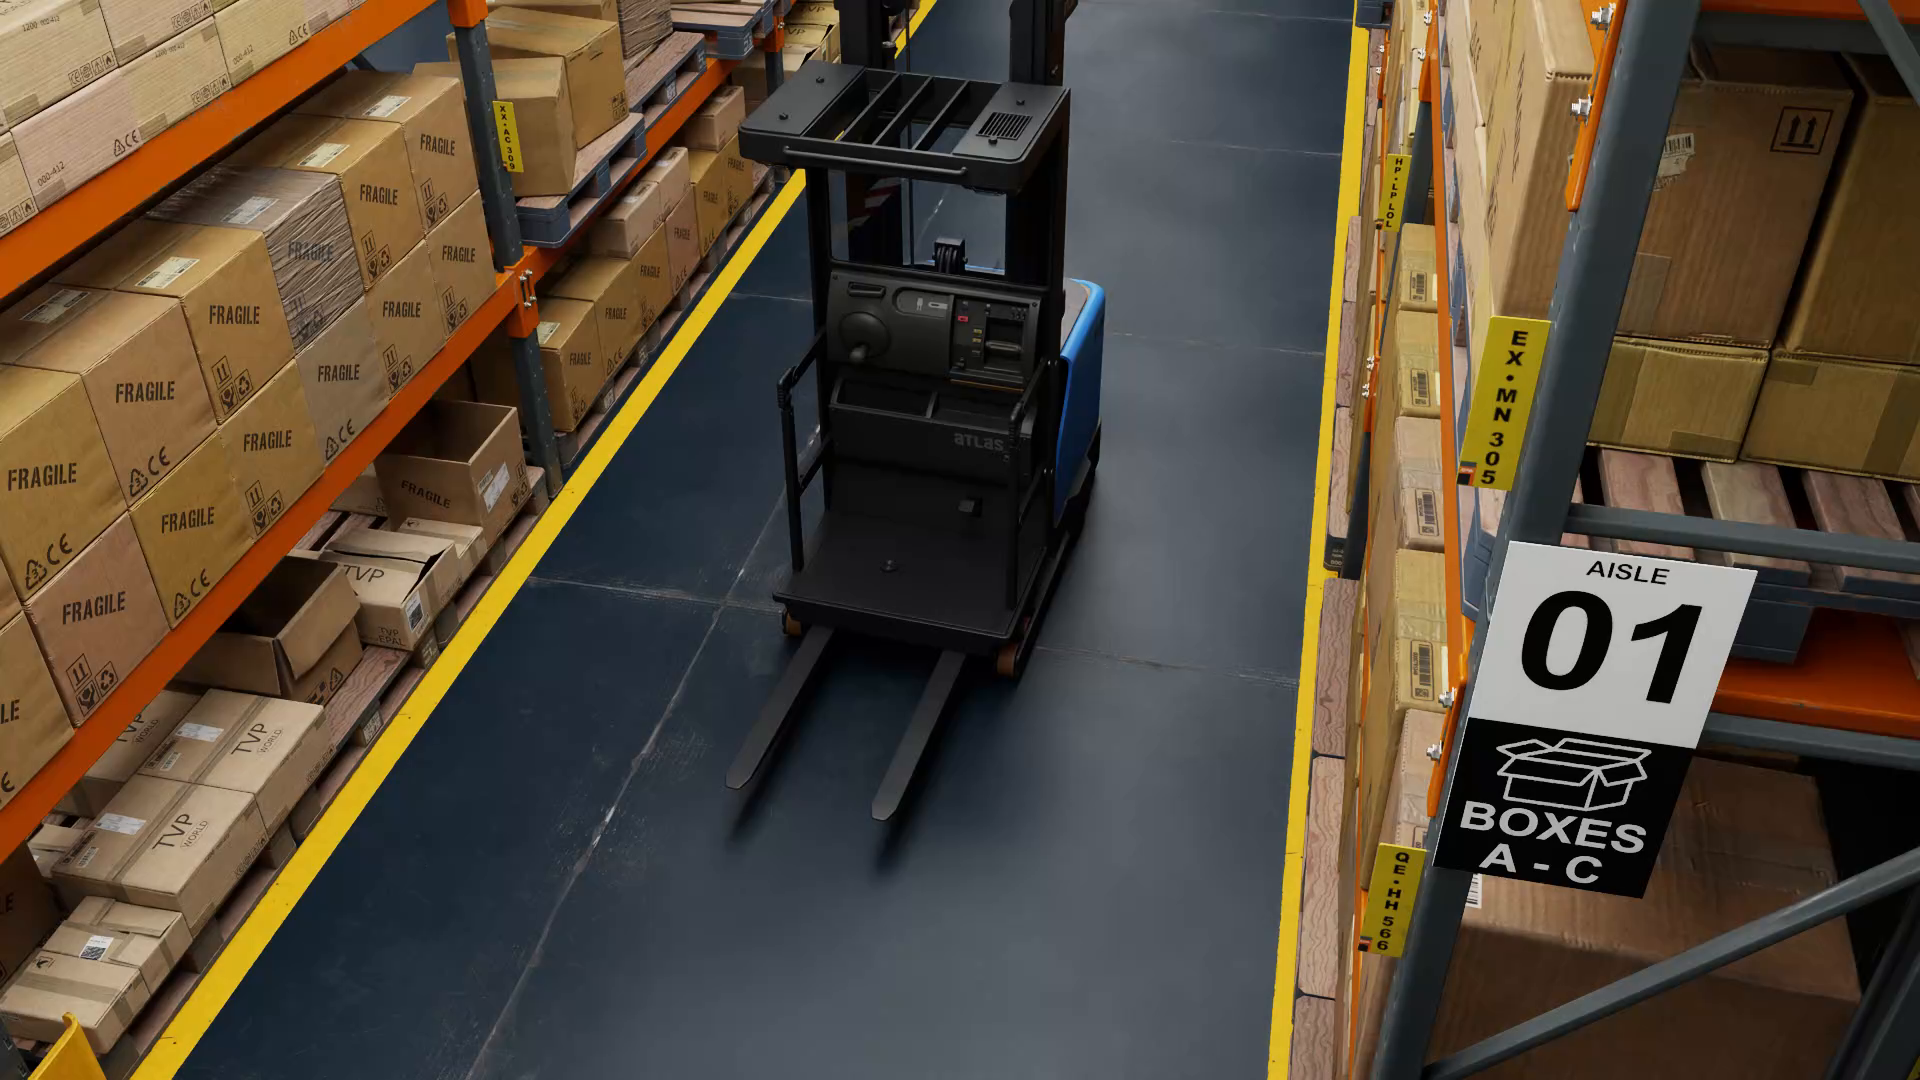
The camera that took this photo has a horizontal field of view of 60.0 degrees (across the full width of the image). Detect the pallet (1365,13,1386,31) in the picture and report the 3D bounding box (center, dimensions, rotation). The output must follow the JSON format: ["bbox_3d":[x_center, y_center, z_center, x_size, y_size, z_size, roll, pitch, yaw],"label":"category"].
[{"bbox_3d":[4.100,-4.745,14.617,1.003,0.211,1.213,7,37,10],"label":"pallet"}]

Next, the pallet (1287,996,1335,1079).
[{"bbox_3d":[1.523,2.056,5.234,1.003,0.211,1.213,7,37,10],"label":"pallet"}]

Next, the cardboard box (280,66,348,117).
[{"bbox_3d":[-2.933,-1.727,7.140,0.500,0.500,0.500,8,37,11],"label":"cardboard box"}]

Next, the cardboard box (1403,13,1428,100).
[{"bbox_3d":[2.360,-2.255,7.811,0.500,0.250,0.500,8,37,11],"label":"cardboard box"}]

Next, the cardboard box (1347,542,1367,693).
[{"bbox_3d":[2.023,0.360,6.970,0.700,0.500,0.500,8,37,11],"label":"cardboard box"}]

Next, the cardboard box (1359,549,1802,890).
[{"bbox_3d":[1.672,0.561,4.664,0.980,0.700,0.700,7,37,10],"label":"cardboard box"}]

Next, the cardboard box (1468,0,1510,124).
[{"bbox_3d":[1.539,-1.313,3.995,0.500,0.500,0.500,6,36,8],"label":"cardboard box"}]

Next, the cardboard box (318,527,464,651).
[{"bbox_3d":[-2.562,0.186,7.354,0.500,0.311,0.500,7,37,10],"label":"cardboard box"}]

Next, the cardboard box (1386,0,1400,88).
[{"bbox_3d":[2.662,-2.815,9.222,0.500,0.500,0.500,8,37,12],"label":"cardboard box"}]

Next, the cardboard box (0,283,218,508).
[{"bbox_3d":[-2.843,-0.477,5.415,0.500,0.500,0.500,8,37,11],"label":"cardboard box"}]

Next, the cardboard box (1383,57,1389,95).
[{"bbox_3d":[2.639,-2.653,9.551,0.380,0.149,0.250,8,37,11],"label":"cardboard box"}]

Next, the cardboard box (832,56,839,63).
[{"bbox_3d":[-1.198,-3.419,12.396,0.500,0.250,0.500,6,36,9],"label":"cardboard box"}]

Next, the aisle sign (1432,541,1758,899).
[{"bbox_3d":[1.120,0.346,3.001,0.394,0.787,0.004,7,37,10],"label":"aisle sign"}]

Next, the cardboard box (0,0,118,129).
[{"bbox_3d":[-2.834,-1.415,4.792,0.500,0.250,0.500,7,37,10],"label":"cardboard box"}]

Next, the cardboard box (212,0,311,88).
[{"bbox_3d":[-2.617,-1.786,5.730,0.500,0.250,0.500,7,37,10],"label":"cardboard box"}]

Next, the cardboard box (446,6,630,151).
[{"bbox_3d":[-2.153,-2.373,8.525,0.700,0.500,0.500,13,38,17],"label":"cardboard box"}]

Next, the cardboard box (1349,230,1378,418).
[{"bbox_3d":[2.482,-1.097,8.681,0.750,0.750,0.750,8,37,11],"label":"cardboard box"}]

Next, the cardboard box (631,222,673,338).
[{"bbox_3d":[-1.999,-1.523,9.550,0.500,0.500,0.500,8,37,11],"label":"cardboard box"}]

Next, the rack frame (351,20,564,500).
[{"bbox_3d":[-2.557,-1.517,7.787,1.000,3.000,0.127,7,37,10],"label":"rack frame"}]

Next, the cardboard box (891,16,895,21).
[{"bbox_3d":[-0.764,-4.596,14.021,0.500,0.250,0.500,7,36,9],"label":"cardboard box"}]

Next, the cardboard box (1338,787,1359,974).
[{"bbox_3d":[1.694,1.248,5.744,0.700,0.500,0.500,6,36,8],"label":"cardboard box"}]

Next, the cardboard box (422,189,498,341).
[{"bbox_3d":[-2.413,-1.239,7.318,0.500,0.500,0.500,8,37,11],"label":"cardboard box"}]

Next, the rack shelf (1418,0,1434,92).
[{"bbox_3d":[2.710,-2.968,7.846,1.077,0.370,4.000,7,37,10],"label":"rack shelf"}]

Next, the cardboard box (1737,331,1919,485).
[{"bbox_3d":[1.824,-0.357,3.315,0.500,0.250,0.500,9,37,12],"label":"cardboard box"}]

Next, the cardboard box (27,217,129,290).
[{"bbox_3d":[-3.262,-0.841,5.917,0.500,0.500,0.500,8,37,11],"label":"cardboard box"}]

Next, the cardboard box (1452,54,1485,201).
[{"bbox_3d":[1.542,-1.020,4.230,0.500,0.250,0.500,6,36,9],"label":"cardboard box"}]

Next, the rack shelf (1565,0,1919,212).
[{"bbox_3d":[1.856,-1.728,3.919,1.077,0.370,4.000,7,37,10],"label":"rack shelf"}]

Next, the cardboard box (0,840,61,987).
[{"bbox_3d":[-3.536,1.268,5.700,0.500,0.500,0.500,7,37,10],"label":"cardboard box"}]

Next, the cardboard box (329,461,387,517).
[{"bbox_3d":[-2.858,-0.393,8.152,0.500,0.311,0.500,7,37,10],"label":"cardboard box"}]

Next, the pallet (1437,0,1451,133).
[{"bbox_3d":[2.098,-1.609,5.434,1.003,0.211,1.213,7,37,10],"label":"pallet"}]

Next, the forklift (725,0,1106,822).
[{"bbox_3d":[-0.177,-0.835,6.905,1.130,2.935,3.031,10,37,13],"label":"forklift"}]

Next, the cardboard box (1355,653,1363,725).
[{"bbox_3d":[1.660,0.570,6.127,0.380,0.149,0.250,6,36,9],"label":"cardboard box"}]

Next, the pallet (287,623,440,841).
[{"bbox_3d":[-2.963,0.707,7.094,1.003,0.211,1.213,7,37,10],"label":"pallet"}]

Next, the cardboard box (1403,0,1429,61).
[{"bbox_3d":[2.468,-2.547,8.214,0.500,0.250,0.500,7,36,9],"label":"cardboard box"}]

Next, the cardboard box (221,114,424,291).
[{"bbox_3d":[-2.519,-1.346,6.614,0.500,0.500,0.500,7,36,9],"label":"cardboard box"}]

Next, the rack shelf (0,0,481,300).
[{"bbox_3d":[-2.985,-1.294,5.536,1.077,0.370,4.000,7,37,10],"label":"rack shelf"}]

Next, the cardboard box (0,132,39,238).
[{"bbox_3d":[-2.934,-0.925,4.542,0.500,0.250,0.500,7,37,10],"label":"cardboard box"}]

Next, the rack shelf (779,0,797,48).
[{"bbox_3d":[-1.276,-4.666,12.744,1.077,0.370,4.000,7,37,10],"label":"rack shelf"}]

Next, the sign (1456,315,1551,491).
[{"bbox_3d":[0.901,-0.222,2.757,0.100,0.325,0.005,7,37,10],"label":"sign"}]

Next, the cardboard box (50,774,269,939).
[{"bbox_3d":[-2.912,1.149,6.077,0.500,0.250,0.500,7,37,10],"label":"cardboard box"}]

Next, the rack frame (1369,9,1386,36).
[{"bbox_3d":[3.992,-5.485,13.261,1.000,3.000,0.127,7,37,10],"label":"rack frame"}]

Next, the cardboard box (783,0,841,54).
[{"bbox_3d":[-1.089,-3.952,12.654,0.500,0.311,0.500,6,36,9],"label":"cardboard box"}]

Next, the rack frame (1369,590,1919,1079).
[{"bbox_3d":[1.428,1.395,3.769,1.000,3.000,0.127,7,37,10],"label":"rack frame"}]

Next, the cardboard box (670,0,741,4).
[{"bbox_3d":[-1.727,-3.646,10.281,0.700,0.500,0.500,-4,36,-6],"label":"cardboard box"}]

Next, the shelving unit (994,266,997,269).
[{"bbox_3d":[0.301,-1.000,8.735,0.215,1.050,0.252,10,37,13],"label":"shelving unit"}]

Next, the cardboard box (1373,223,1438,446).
[{"bbox_3d":[2.151,-0.711,6.419,0.980,0.700,0.700,8,37,11],"label":"cardboard box"}]

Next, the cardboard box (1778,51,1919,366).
[{"bbox_3d":[1.820,-0.661,3.096,0.500,0.500,0.500,6,36,8],"label":"cardboard box"}]

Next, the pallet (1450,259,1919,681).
[{"bbox_3d":[1.577,-0.210,3.504,1.003,0.211,1.213,7,37,10],"label":"pallet"}]

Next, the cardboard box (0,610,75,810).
[{"bbox_3d":[-3.059,0.514,4.899,0.500,0.500,0.500,8,37,11],"label":"cardboard box"}]

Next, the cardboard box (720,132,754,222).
[{"bbox_3d":[-1.673,-2.411,10.775,0.500,0.500,0.500,9,37,12],"label":"cardboard box"}]

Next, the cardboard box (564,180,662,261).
[{"bbox_3d":[-2.002,-1.807,9.303,0.500,0.250,0.500,7,37,10],"label":"cardboard box"}]

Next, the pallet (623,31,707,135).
[{"bbox_3d":[-2.114,-2.617,9.468,1.003,0.211,1.213,7,37,10],"label":"pallet"}]

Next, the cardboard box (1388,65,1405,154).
[{"bbox_3d":[2.350,-1.944,8.021,0.500,0.500,0.500,7,37,10],"label":"cardboard box"}]

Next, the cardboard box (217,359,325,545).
[{"bbox_3d":[-2.736,-0.356,6.100,0.500,0.500,0.500,8,37,11],"label":"cardboard box"}]
